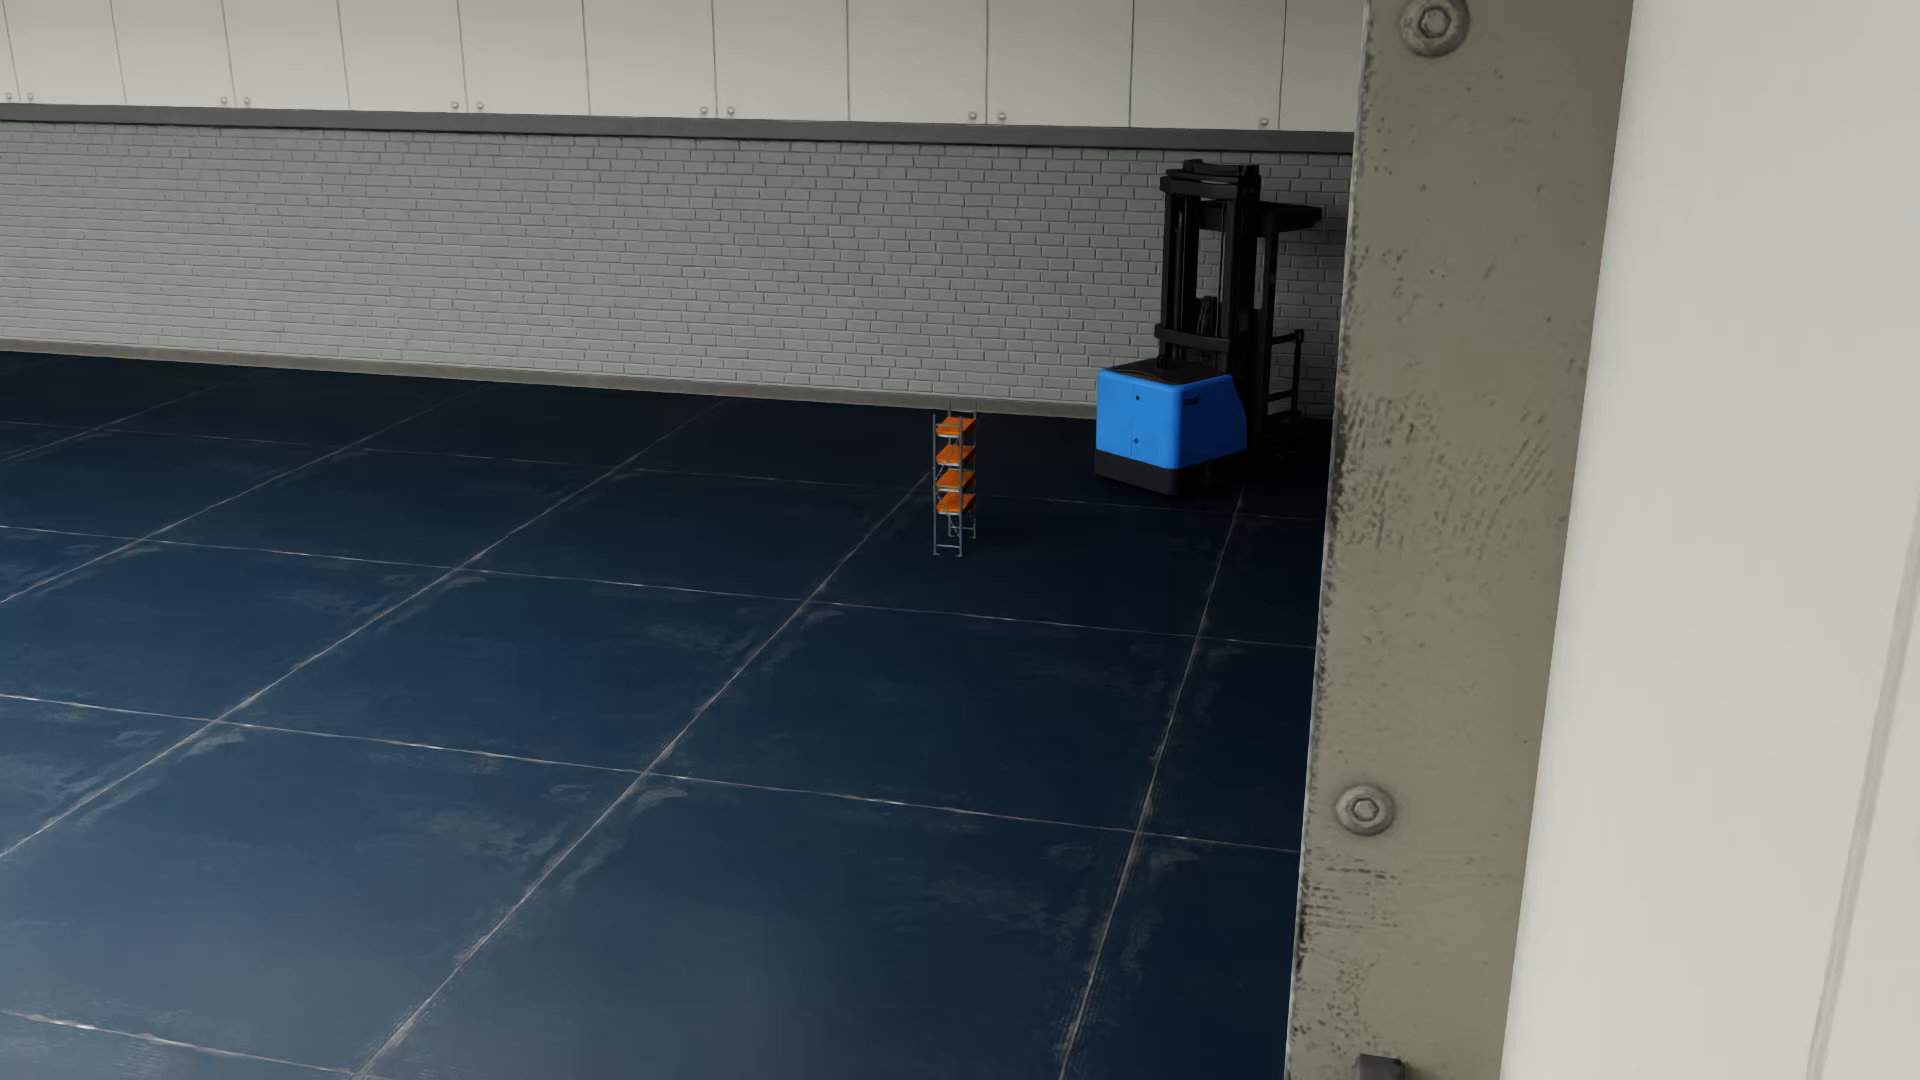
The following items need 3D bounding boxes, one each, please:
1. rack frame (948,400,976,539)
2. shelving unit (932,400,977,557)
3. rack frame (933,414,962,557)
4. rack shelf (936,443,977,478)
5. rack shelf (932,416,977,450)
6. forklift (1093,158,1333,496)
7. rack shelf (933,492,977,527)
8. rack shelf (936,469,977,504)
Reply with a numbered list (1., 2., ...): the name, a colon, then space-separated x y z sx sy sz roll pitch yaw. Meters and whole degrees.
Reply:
1. rack frame: 0.019 -0.592 14.066 0.240 1.200 0.015 5 19 13
2. shelving unit: -0.040 -0.516 13.842 0.258 1.200 0.503 5 19 13
3. rack frame: -0.100 -0.439 13.618 0.240 1.200 0.015 5 19 13
4. rack shelf: -0.040 -0.664 13.791 0.258 0.148 0.480 5 19 13
5. rack shelf: -0.040 -0.888 13.715 0.258 0.148 0.480 5 19 13
6. forklift: 2.708 -2.169 16.002 3.031 2.935 1.130 -16 25 -39
7. rack shelf: -0.040 -0.264 13.928 0.258 0.148 0.480 5 19 13
8. rack shelf: -0.040 -0.452 13.863 0.258 0.148 0.480 5 19 13
